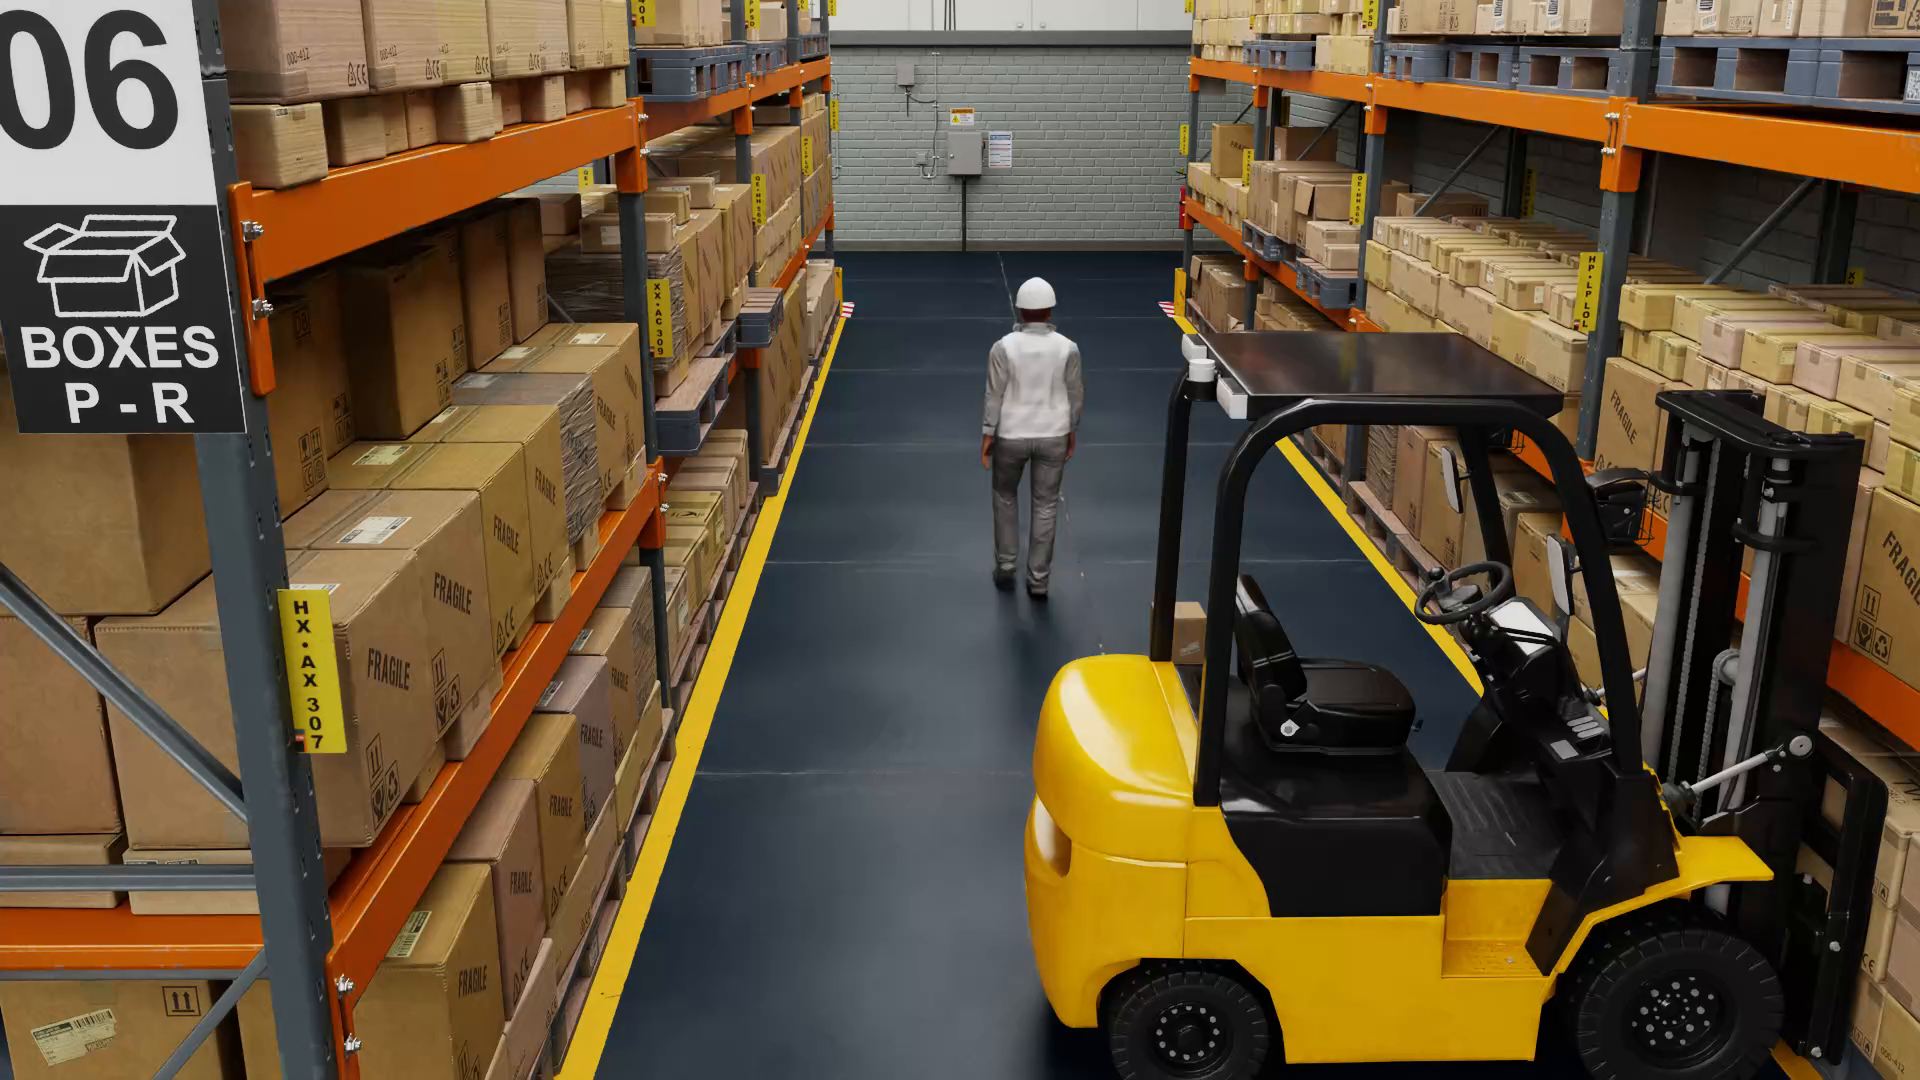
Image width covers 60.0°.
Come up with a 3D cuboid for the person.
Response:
[{"bbox_3d":[0.405,-0.563,9.412,0.578,1.841,0.606,0,17,-1],"label":"person"}]
